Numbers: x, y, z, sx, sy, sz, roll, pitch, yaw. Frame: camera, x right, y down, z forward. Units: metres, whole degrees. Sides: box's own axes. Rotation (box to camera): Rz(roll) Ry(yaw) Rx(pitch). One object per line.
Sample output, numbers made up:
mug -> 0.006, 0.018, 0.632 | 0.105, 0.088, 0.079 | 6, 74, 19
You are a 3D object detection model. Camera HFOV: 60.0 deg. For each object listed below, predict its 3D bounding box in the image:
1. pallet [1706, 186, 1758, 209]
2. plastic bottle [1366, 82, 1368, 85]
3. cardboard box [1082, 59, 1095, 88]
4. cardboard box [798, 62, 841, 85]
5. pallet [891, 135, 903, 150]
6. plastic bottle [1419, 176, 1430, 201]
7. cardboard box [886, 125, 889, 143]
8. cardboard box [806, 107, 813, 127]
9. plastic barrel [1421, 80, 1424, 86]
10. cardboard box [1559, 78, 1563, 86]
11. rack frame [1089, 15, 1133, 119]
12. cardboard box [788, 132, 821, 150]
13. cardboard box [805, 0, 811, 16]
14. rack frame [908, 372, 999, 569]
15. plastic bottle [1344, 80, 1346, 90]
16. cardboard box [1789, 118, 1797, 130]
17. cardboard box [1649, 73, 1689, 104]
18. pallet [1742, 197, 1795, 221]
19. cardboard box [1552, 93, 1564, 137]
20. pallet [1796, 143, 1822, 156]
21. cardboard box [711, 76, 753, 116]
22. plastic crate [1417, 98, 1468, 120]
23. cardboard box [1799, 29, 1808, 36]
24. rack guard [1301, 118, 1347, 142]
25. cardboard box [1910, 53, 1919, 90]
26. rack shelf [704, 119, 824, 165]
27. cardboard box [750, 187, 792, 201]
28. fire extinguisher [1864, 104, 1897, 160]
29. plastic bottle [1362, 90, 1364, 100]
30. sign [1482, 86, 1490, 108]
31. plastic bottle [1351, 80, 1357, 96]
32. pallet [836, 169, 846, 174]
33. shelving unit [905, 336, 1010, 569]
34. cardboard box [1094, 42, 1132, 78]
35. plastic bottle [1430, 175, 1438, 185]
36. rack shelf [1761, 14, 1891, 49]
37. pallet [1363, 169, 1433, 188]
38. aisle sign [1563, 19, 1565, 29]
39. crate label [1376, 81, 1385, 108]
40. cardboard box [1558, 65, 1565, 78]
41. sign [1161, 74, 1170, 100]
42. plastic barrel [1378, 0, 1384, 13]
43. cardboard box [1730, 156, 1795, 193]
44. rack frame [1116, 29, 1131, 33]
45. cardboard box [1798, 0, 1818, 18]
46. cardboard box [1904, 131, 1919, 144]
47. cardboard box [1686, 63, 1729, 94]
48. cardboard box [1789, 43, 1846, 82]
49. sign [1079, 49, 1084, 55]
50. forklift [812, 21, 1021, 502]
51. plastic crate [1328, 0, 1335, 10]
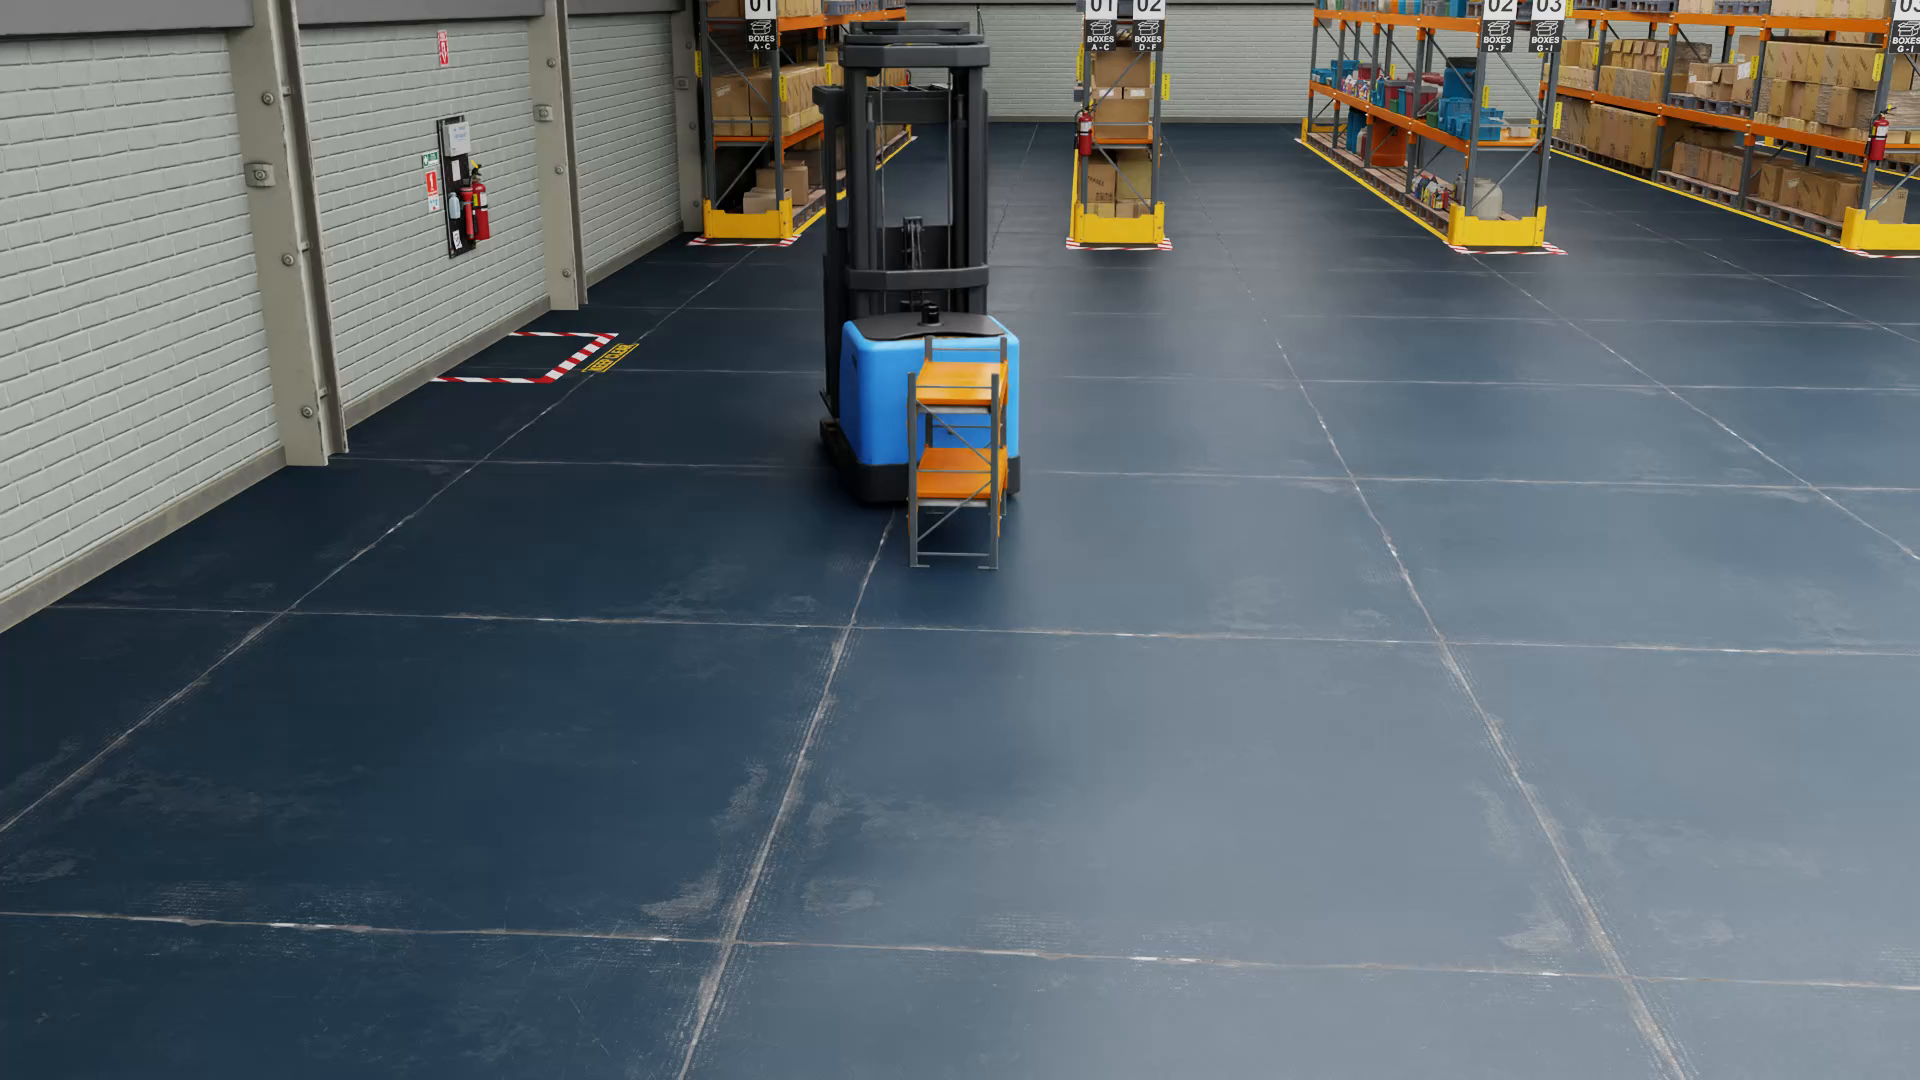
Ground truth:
pallet -> 12.310, -5.319, 25.818 | 1.003, 0.211, 1.213 | 1, 18, 4
plastic bottle -> 7.444, -8.245, 30.454 | 0.061, 0.283, 0.133 | 1, 18, 4
cardboard box -> 2.594, -8.313, 29.639 | 0.700, 0.500, 0.500 | -5, 19, -15
cardboard box -> -2.371, -7.700, 27.737 | 0.700, 0.500, 0.500 | 1, 18, 4
pallet -> -1.776, -8.508, 35.550 | 1.003, 0.211, 1.213 | 1, 18, 4
plastic bottle -> 6.830, -5.164, 24.412 | 0.144, 0.351, 0.185 | 1, 18, 2
cardboard box -> -1.837, -8.461, 34.267 | 0.700, 0.500, 0.500 | 2, 18, 5
cardboard box -> -2.398, -6.051, 23.783 | 0.500, 0.250, 0.500 | 1, 18, 4
plastic barrel -> 7.711, -7.354, 27.369 | 0.421, 0.512, 0.421 | 0, 18, 0
cardboard box -> 12.671, -9.508, 34.526 | 0.380, 0.149, 0.250 | 1, 18, 3
rack frame -> 2.375, -6.625, 25.324 | 1.000, 3.000, 0.127 | 1, 18, 4
cardboard box -> -2.502, -6.478, 26.979 | 0.500, 0.250, 0.500 | 1, 18, 3
cardboard box -> -2.407, -7.725, 23.671 | 0.500, 0.500, 0.500 | 1, 18, 2
rack frame -> -0.036, -0.379, 9.272 | 0.500, 1.125, 0.032 | 1, 18, 4
plastic bottle -> 7.430, -8.725, 31.938 | 0.097, 0.271, 0.097 | 0, 18, 0
cardboard box -> 11.875, -5.835, 23.315 | 0.380, 0.149, 0.250 | 1, 18, 4
cardboard box -> 12.330, -7.851, 28.906 | 0.500, 0.500, 0.500 | 2, 18, 6
pallet -> 12.242, -4.868, 24.441 | 1.003, 0.211, 1.213 | 1, 18, 4
cardboard box -> 13.150, -9.119, 35.674 | 0.875, 0.875, 0.875 | 1, 18, 4
pallet -> 17.866, -8.009, 34.028 | 1.003, 0.211, 1.213 | 1, 18, 4
cardboard box -> -3.031, -5.938, 22.232 | 0.500, 0.500, 0.500 | 1, 18, 3
plastic crate -> 7.151, -6.324, 24.506 | 0.767, 0.338, 0.504 | 1, 18, 4
cardboard box -> 17.729, -10.361, 34.483 | 0.500, 0.500, 0.500 | 2, 18, 6
rack guard -> 8.164, -9.060, 36.770 | 1.175, 0.500, 0.348 | 1, 18, 4
cardboard box -> 12.280, -5.989, 21.140 | 0.500, 0.500, 0.500 | 1, 18, 4
rack shelf -> -2.710, -5.771, 23.875 | 1.077, 0.370, 4.000 | 1, 18, 4
cardboard box -> -2.673, -4.813, 23.407 | 0.500, 0.311, 0.500 | 3, 18, 8
fire extinguisher -> 11.501, -5.098, 20.790 | 0.296, 0.674, 0.183 | 1, 18, 4
plastic bottle -> 7.269, -7.994, 29.822 | 0.097, 0.201, 0.097 | 0, 18, 0
sign -> 7.863, -6.629, 24.892 | 0.100, 0.325, 0.005 | 1, 18, 4
plastic bottle -> 7.392, -8.444, 31.075 | 0.152, 0.276, 0.135 | 1, 18, 4
pallet -> -2.337, -6.409, 29.143 | 1.003, 0.211, 1.213 | 1, 18, 4
shelving unit -> 0.000, -0.537, 9.754 | 0.538, 1.125, 1.048 | 1, 18, 4
cardboard box -> 2.278, -6.839, 23.732 | 0.700, 0.500, 0.500 | 1, 18, 4
plastic bottle -> 6.987, -5.219, 24.581 | 0.144, 0.351, 0.185 | 1, 18, 4
rack shelf -> 12.112, -6.865, 22.395 | 1.077, 0.370, 4.000 | 1, 18, 4
pallet -> 7.508, -6.191, 28.477 | 1.003, 0.211, 1.213 | 1, 18, 4
aisle sign -> 12.822, -11.394, 35.704 | 0.394, 0.787, 0.004 | 1, 18, 4
crate label -> 7.261, -7.470, 27.846 | 0.502, 0.435, 0.616 | 1, 18, 4
cardboard box -> 12.742, -9.739, 34.591 | 0.500, 0.250, 0.500 | 1, 18, 2
sign -> 2.641, -5.818, 21.342 | 0.100, 0.325, 0.005 | 1, 18, 4
plastic barrel -> 7.274, -9.145, 28.017 | 0.421, 0.512, 0.421 | 0, 18, 0
cardboard box -> 12.321, -5.614, 25.547 | 0.700, 0.500, 0.500 | 0, 18, 0
rack frame -> 3.235, -10.352, 36.699 | 1.000, 3.000, 0.127 | 1, 18, 4
cardboard box -> 11.888, -7.304, 22.821 | 0.500, 0.250, 0.500 | 1, 18, 2
cardboard box -> 12.227, -5.124, 21.148 | 0.380, 0.149, 0.250 | 1, 18, 4
cardboard box -> 12.543, -7.724, 27.842 | 0.500, 0.500, 0.500 | -1, 18, -3
cardboard box -> 11.899, -6.622, 23.071 | 0.500, 0.500, 0.500 | 1, 18, 4
sign -> 2.120, -8.389, 28.976 | 0.100, 0.325, 0.005 | 1, 18, 4
forklift -> -0.404, -2.049, 11.471 | 1.130, 2.935, 3.031 | -4, 18, -11
plastic crate -> 7.709, -10.928, 33.829 | 0.437, 0.282, 0.530 | 1, 18, 4
